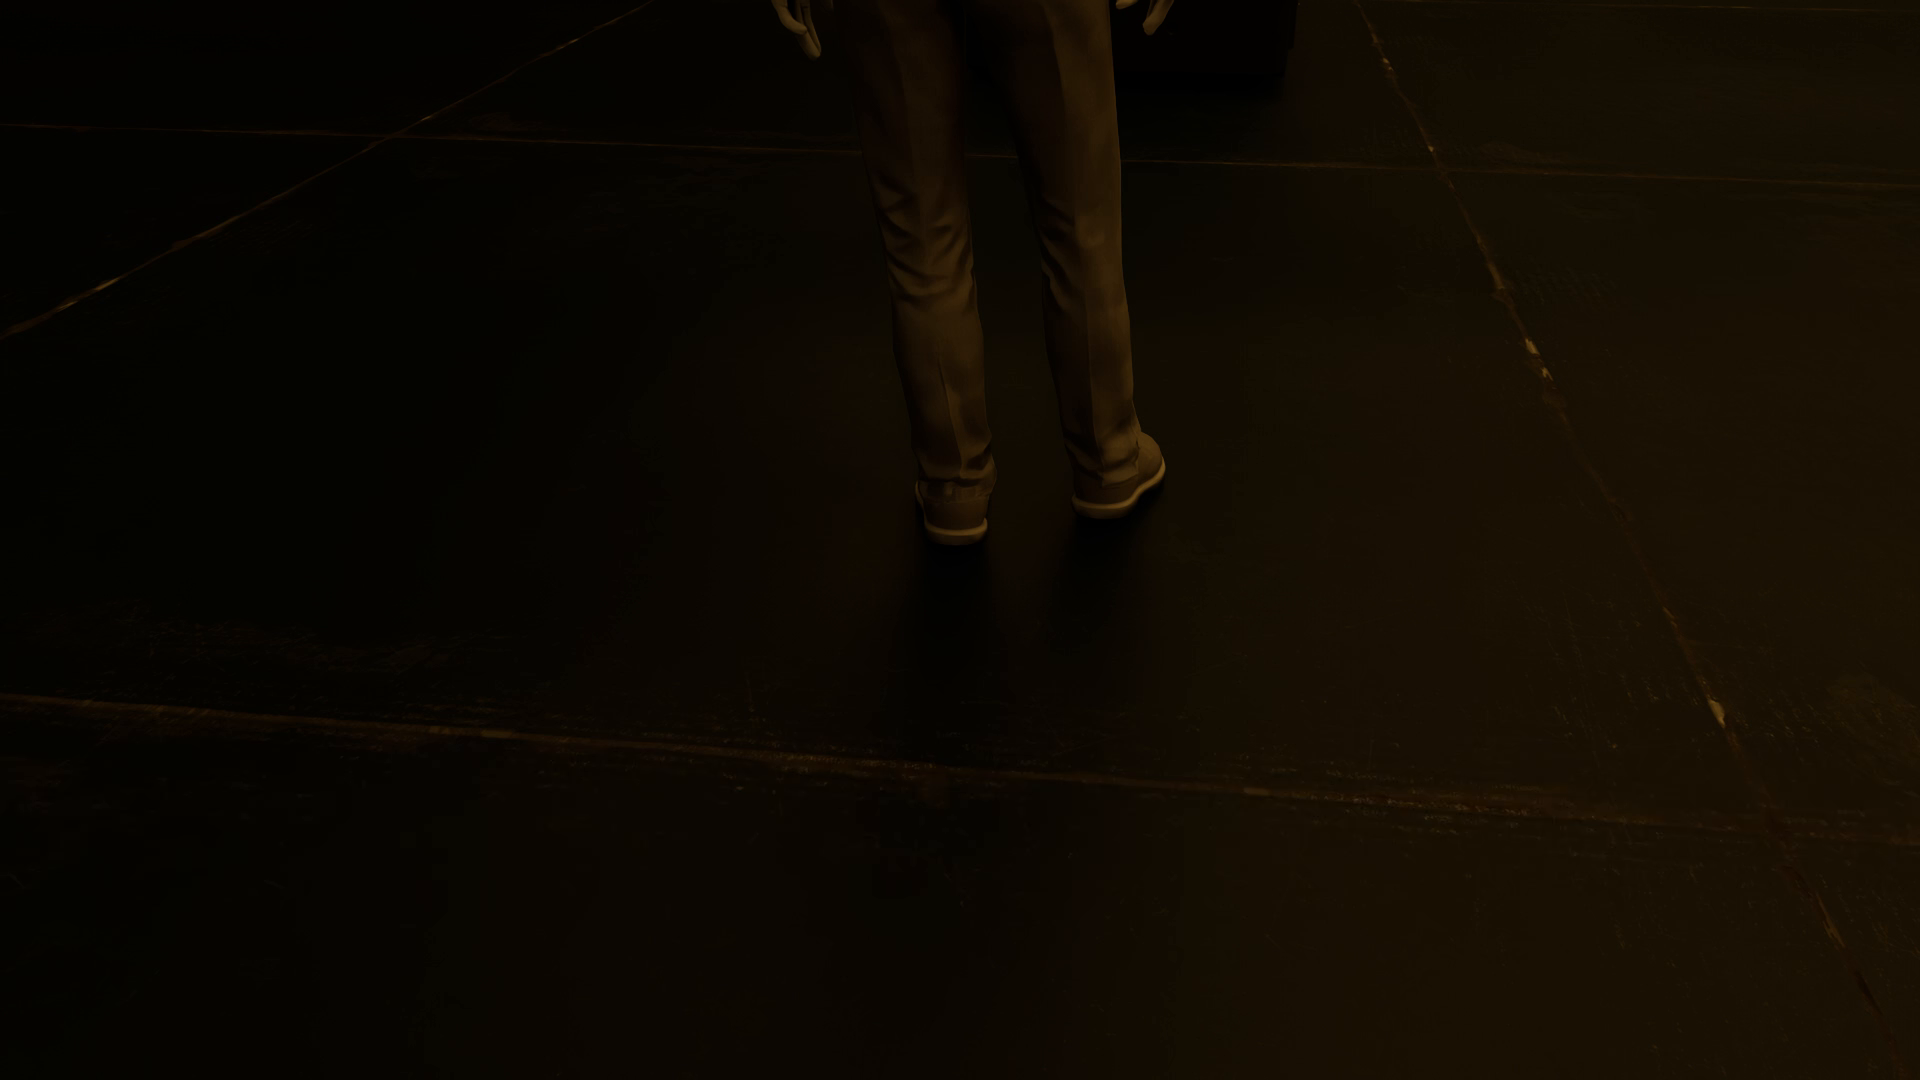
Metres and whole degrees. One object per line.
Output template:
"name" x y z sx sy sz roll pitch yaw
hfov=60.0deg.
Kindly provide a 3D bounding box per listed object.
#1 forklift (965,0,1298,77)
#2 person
"forklift" 0.733 -3.431 6.095 1.130 2.935 3.031 4 27 7
"person" 0.016 -0.796 2.181 0.586 1.694 0.527 3 27 7
